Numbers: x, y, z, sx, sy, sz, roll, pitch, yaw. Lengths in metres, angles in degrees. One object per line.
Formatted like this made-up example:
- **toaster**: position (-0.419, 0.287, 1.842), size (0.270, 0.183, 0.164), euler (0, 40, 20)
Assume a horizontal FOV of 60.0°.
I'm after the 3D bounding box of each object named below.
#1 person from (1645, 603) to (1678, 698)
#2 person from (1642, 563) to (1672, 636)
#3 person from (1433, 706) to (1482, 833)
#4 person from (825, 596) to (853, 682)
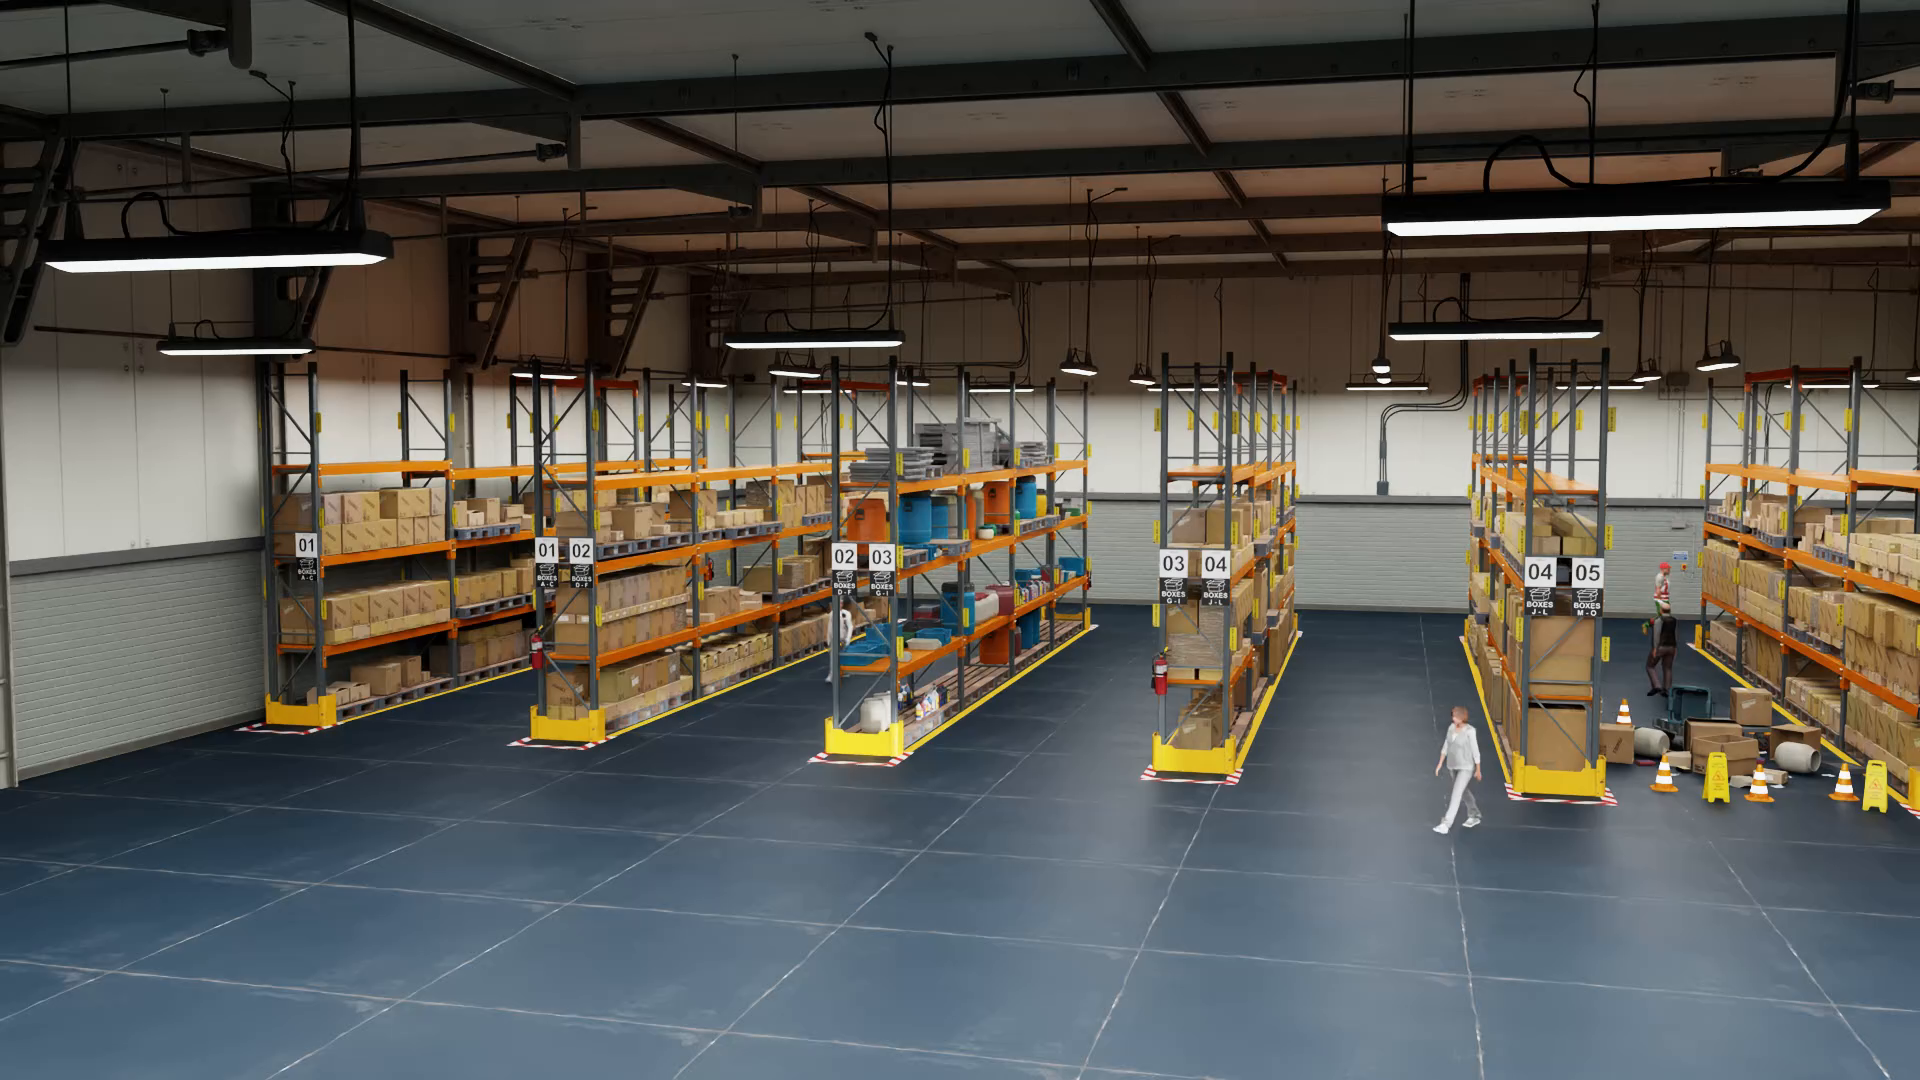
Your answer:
- **person**: position (12.856, 2.005, 30.375), size (0.553, 1.724, 0.462), euler (-1, 4, -10)
- **person**: position (16.148, 1.404, 38.403), size (0.687, 1.782, 0.613), euler (3, 5, 36)
- **person**: position (6.051, 2.806, 20.301), size (0.979, 1.502, 0.442), euler (-2, 5, -28)
- **person**: position (-2.344, 1.894, 32.195), size (0.541, 1.623, 1.013), euler (0, 4, 6)
